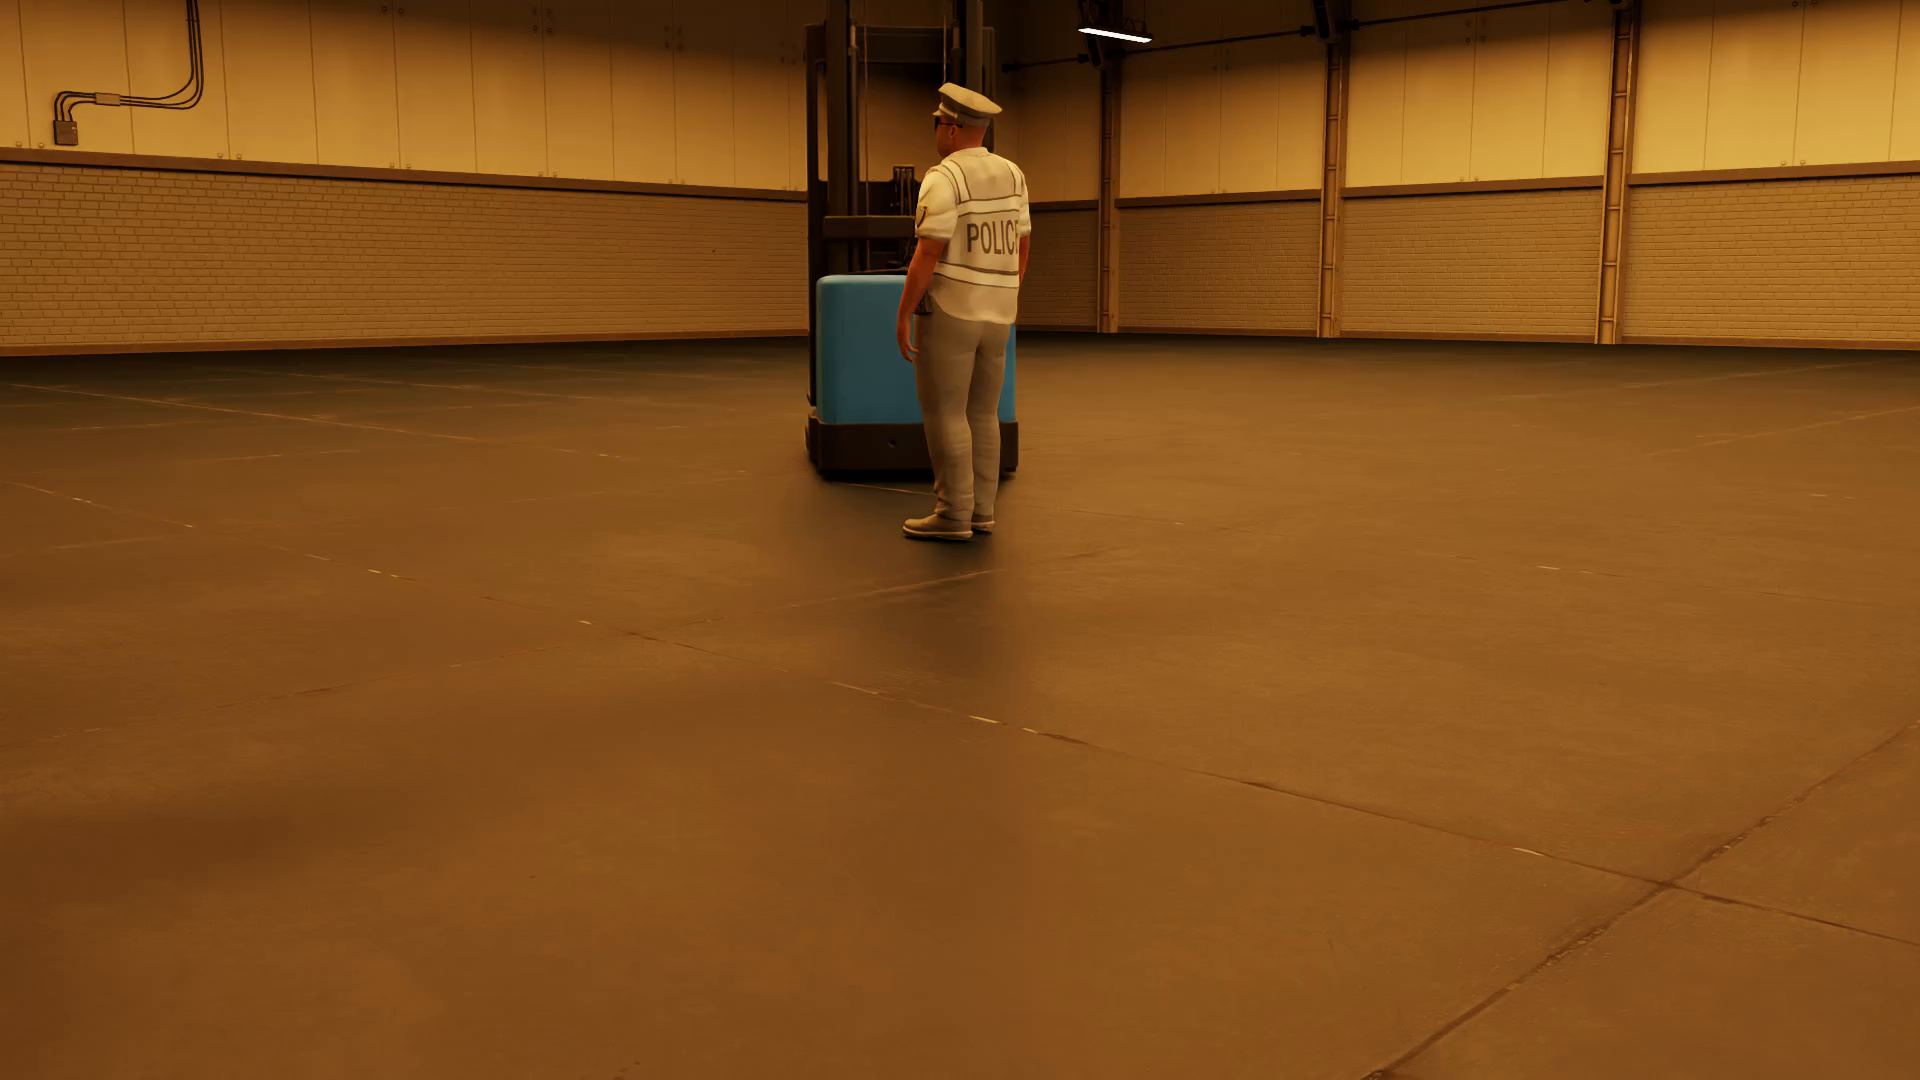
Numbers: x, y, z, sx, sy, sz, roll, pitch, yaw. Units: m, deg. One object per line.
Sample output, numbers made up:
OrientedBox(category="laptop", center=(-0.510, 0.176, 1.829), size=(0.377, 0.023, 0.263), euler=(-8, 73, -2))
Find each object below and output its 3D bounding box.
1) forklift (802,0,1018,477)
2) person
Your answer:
OrientedBox(category="forklift", center=(-0.375, -1.972, 9.970), size=(1.130, 2.935, 3.031), euler=(-1, 9, -7))
OrientedBox(category="person", center=(-0.049, -0.898, 6.645), size=(0.573, 1.781, 0.641), euler=(8, 12, 43))
